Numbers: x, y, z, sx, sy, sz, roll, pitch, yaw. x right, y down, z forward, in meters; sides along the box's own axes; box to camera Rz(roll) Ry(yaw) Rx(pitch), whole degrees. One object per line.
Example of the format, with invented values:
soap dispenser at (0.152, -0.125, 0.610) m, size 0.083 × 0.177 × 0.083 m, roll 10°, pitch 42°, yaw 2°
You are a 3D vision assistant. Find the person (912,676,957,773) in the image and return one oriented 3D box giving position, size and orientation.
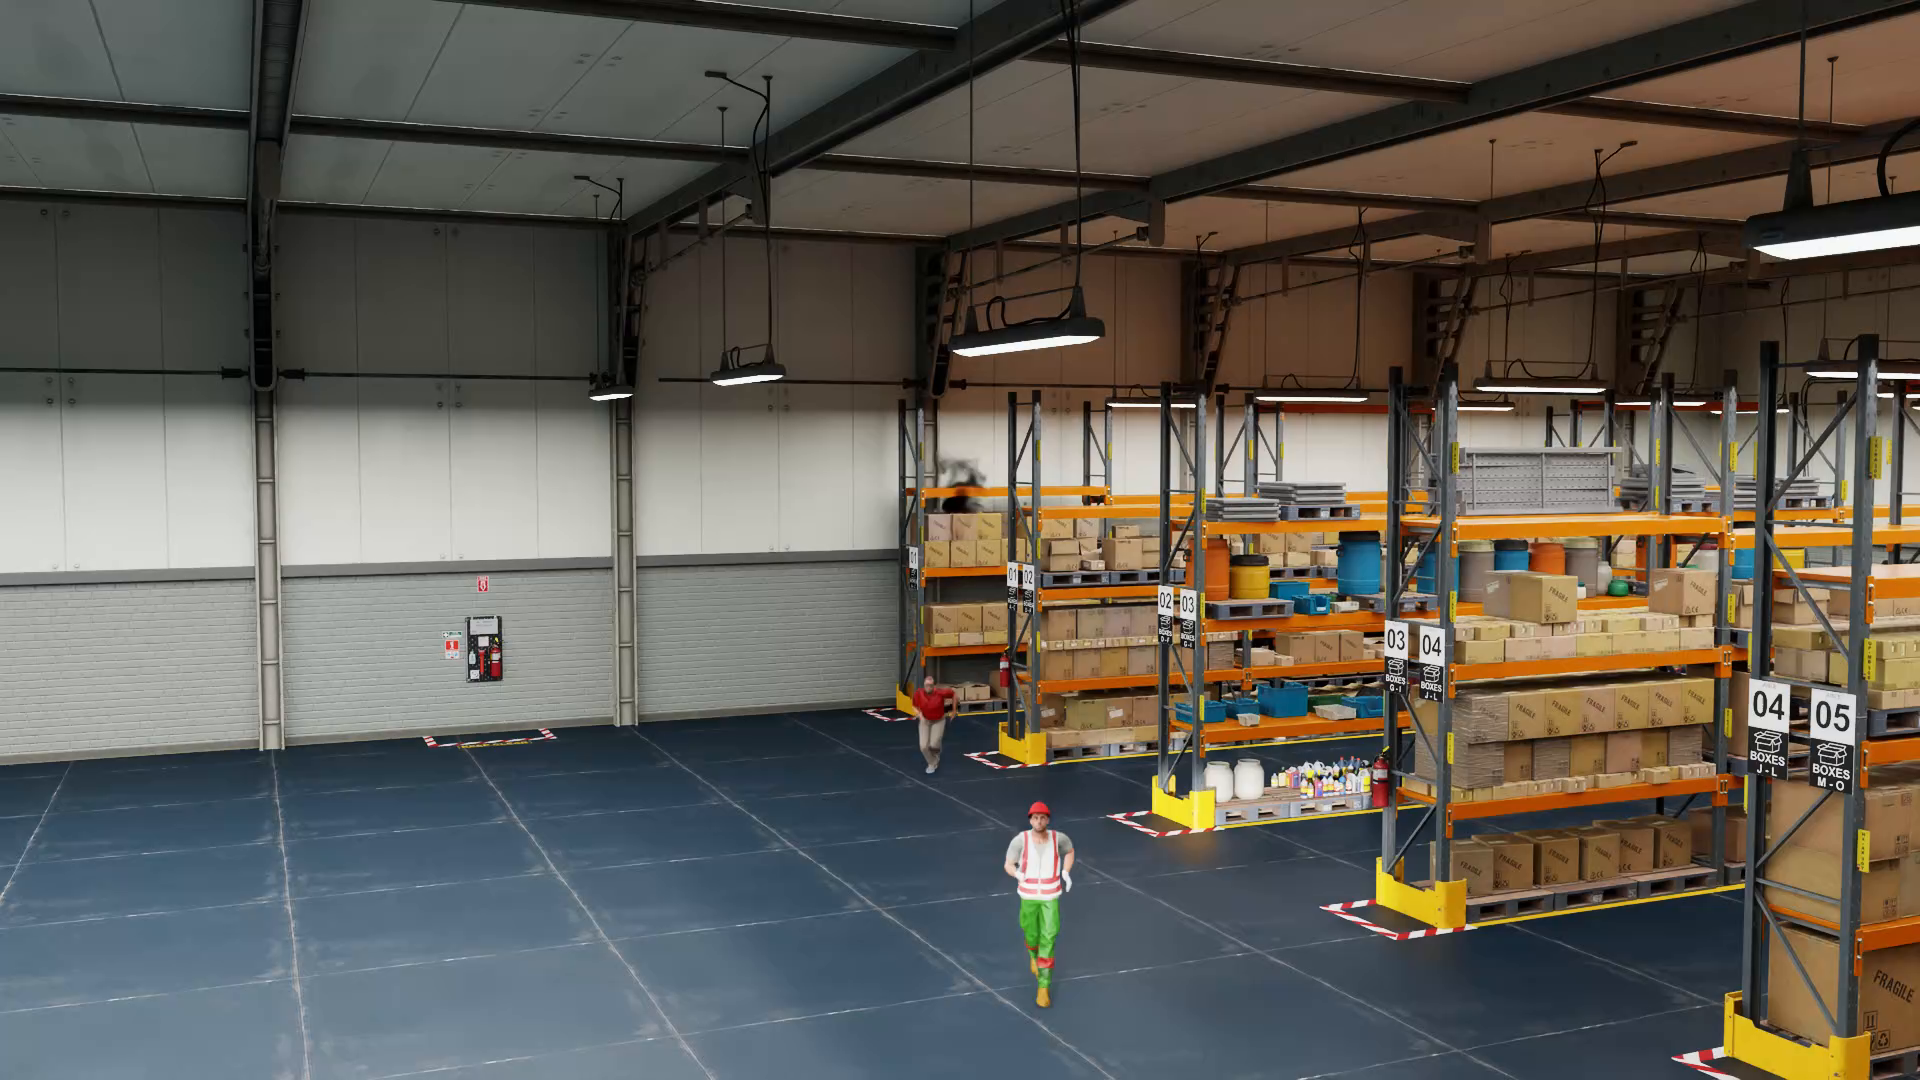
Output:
person at (-0.401, 2.872, 25.860) m, size 0.687 × 1.567 × 0.841 m, roll 1°, pitch 3°, yaw 9°

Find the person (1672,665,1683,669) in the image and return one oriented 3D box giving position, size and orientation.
person at (12.957, 2.569, 29.964) m, size 0.503 × 1.573 × 0.575 m, roll -3°, pitch 4°, yaw -37°

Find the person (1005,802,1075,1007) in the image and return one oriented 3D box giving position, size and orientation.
person at (0.743, 3.336, 15.547) m, size 0.656 × 1.786 × 0.987 m, roll 0°, pitch 3°, yaw 4°
